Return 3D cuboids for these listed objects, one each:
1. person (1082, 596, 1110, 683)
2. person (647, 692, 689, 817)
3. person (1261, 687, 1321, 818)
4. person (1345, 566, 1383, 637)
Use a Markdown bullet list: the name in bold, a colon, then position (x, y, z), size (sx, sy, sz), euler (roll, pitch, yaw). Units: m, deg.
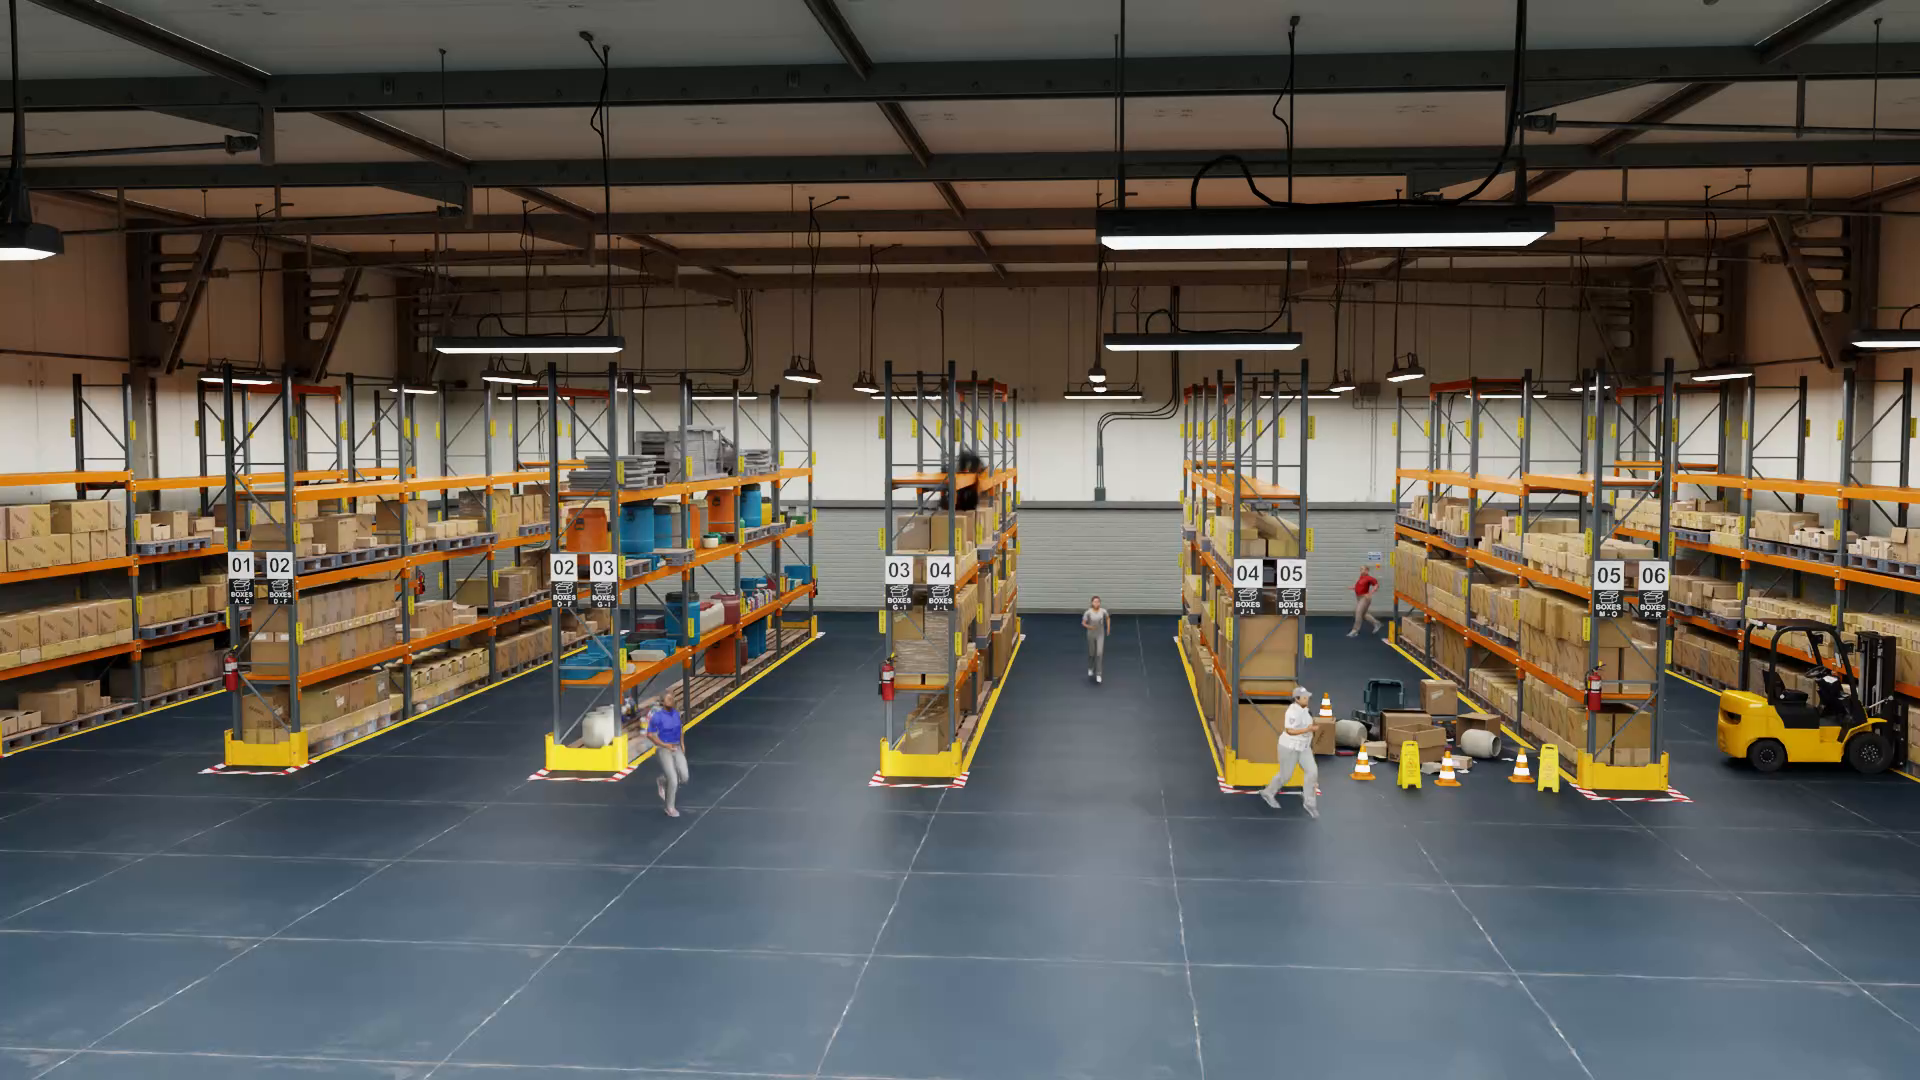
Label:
- **person**: position (2.733, 1.966, 33.433), size (0.583, 1.696, 0.856), euler (0, 4, -1)
- **person**: position (-3.812, 2.787, 21.718), size (0.532, 1.606, 0.618), euler (3, 5, 36)
- **person**: position (4.321, 2.766, 21.700), size (0.839, 1.742, 0.591), euler (3, 5, 43)
- **person**: position (9.795, 1.480, 40.280), size (0.973, 1.729, 0.662), euler (0, 4, -6)
